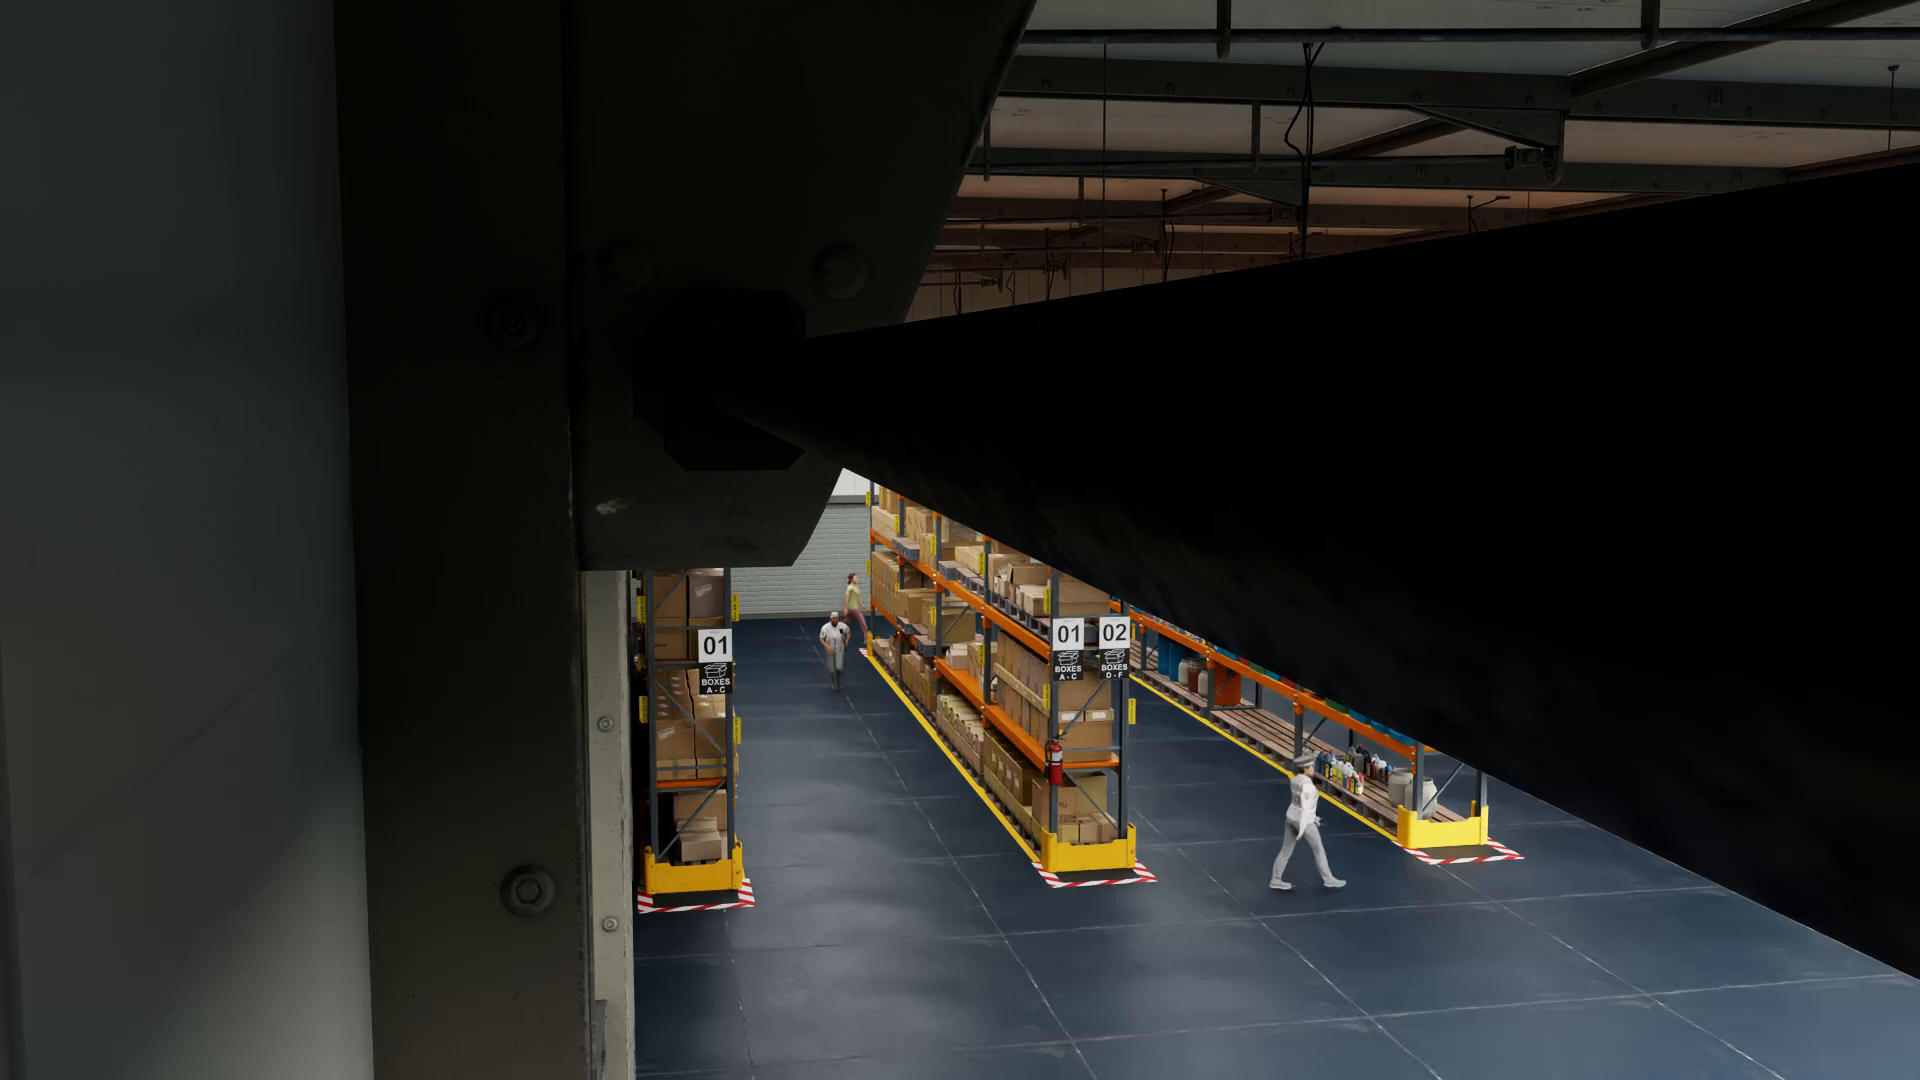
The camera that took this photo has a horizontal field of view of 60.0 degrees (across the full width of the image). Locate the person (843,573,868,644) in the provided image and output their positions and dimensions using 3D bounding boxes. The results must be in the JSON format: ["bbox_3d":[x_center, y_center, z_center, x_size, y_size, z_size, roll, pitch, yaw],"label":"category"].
[{"bbox_3d":[-2.408,1.556,37.960,1.051,1.620,0.426,0,6,-1],"label":"person"}]

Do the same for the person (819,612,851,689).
[{"bbox_3d":[-2.429,2.161,32.428,0.602,1.583,0.758,0,6,1],"label":"person"}]

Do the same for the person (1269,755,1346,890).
[{"bbox_3d":[4.189,3.398,20.131,0.938,1.627,0.483,-3,7,-24],"label":"person"}]
